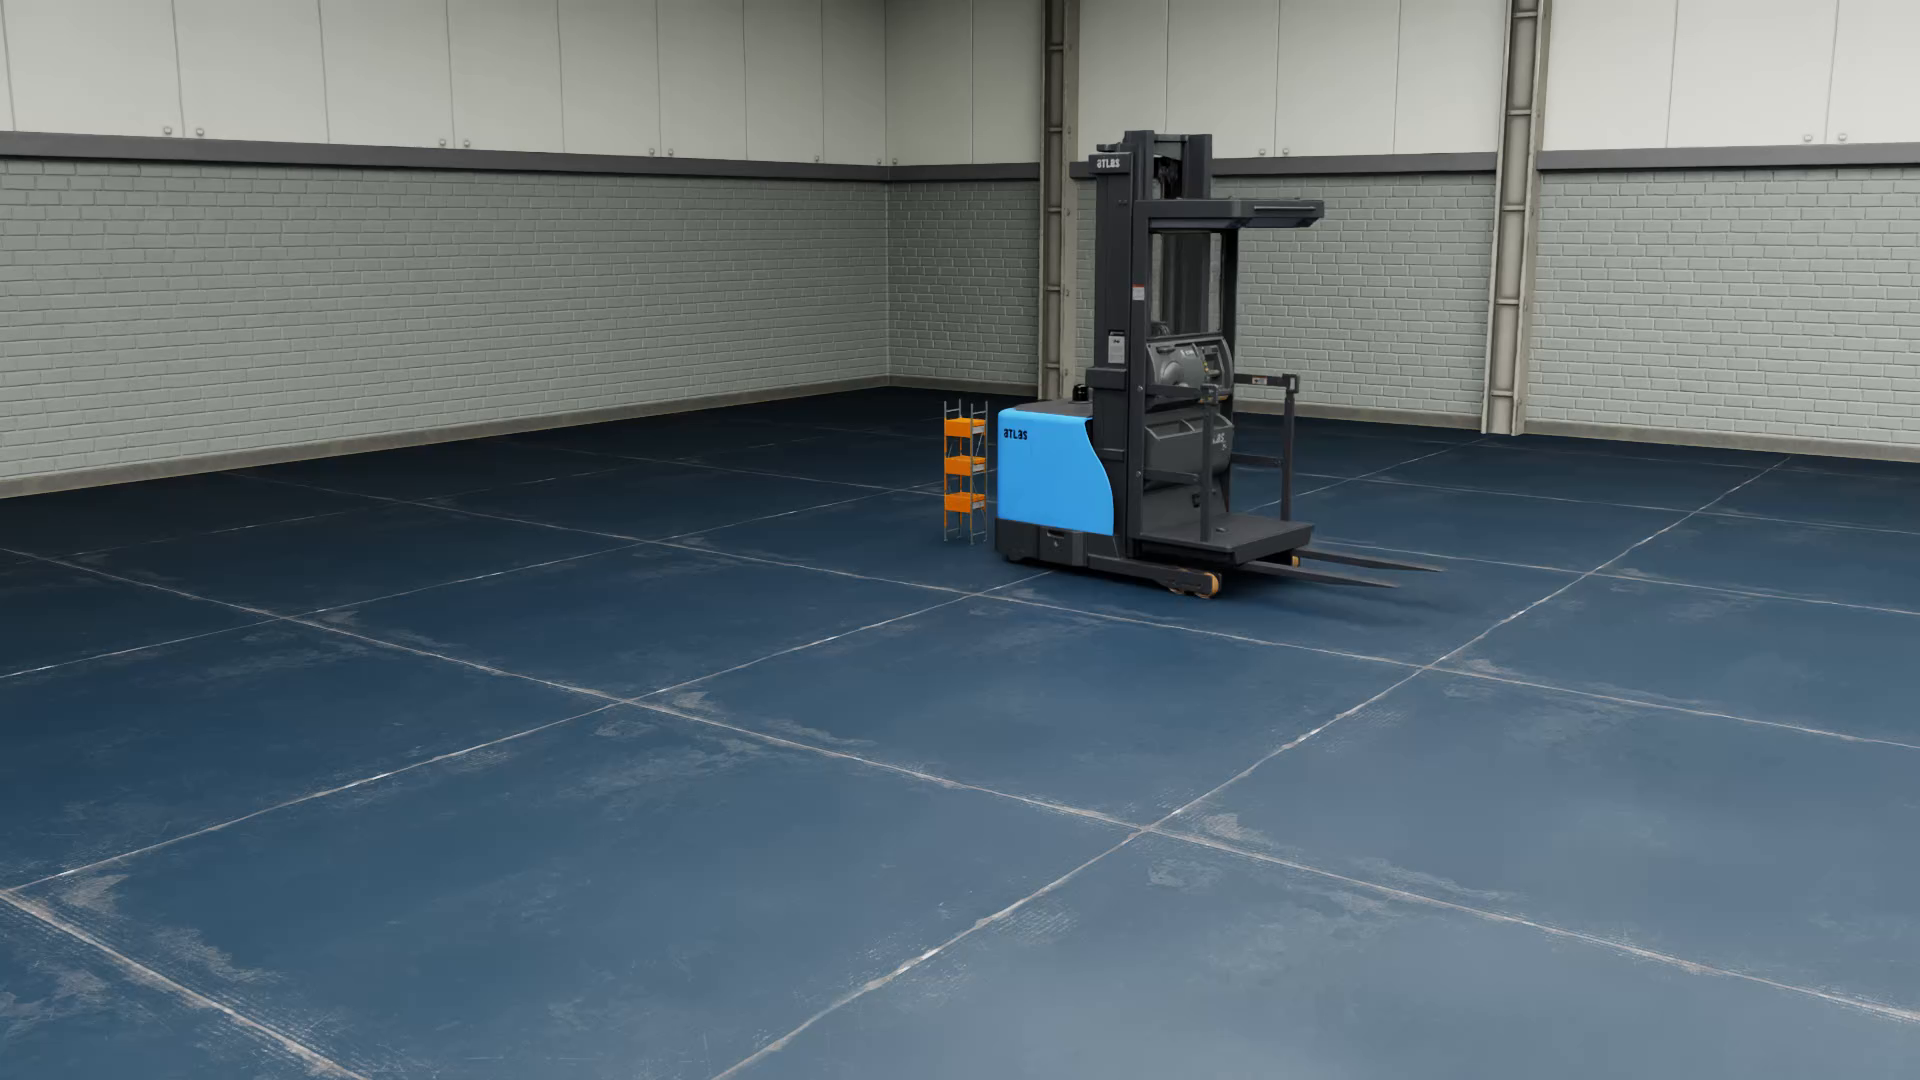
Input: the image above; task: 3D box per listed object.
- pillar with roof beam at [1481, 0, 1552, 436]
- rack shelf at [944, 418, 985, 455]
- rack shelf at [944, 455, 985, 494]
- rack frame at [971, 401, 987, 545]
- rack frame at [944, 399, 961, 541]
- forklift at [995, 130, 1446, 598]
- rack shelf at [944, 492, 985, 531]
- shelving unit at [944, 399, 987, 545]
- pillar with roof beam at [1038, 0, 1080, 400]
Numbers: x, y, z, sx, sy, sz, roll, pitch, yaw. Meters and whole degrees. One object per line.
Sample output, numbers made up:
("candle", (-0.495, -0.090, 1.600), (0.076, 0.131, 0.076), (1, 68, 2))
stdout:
("pillar with roof beam", (3.576, -4.966, 14.509), (0.400, 9.000, 9.100), (8, 13, 36))
("rack shelf", (0.043, -0.778, 12.347), (0.240, 0.259, 0.215), (8, 13, 36))
("rack shelf", (0.043, -0.499, 12.401), (0.240, 0.259, 0.215), (8, 13, 36))
("rack frame", (0.141, -0.496, 12.328), (0.008, 1.050, 0.200), (8, 13, 36))
("rack frame", (-0.055, -0.523, 12.470), (0.008, 1.050, 0.200), (8, 13, 36))
("forklift", (1.687, -1.179, 10.907), (3.031, 2.935, 1.130), (9, 14, 40))
("rack shelf", (0.043, -0.226, 12.454), (0.240, 0.259, 0.215), (8, 13, 36))
("shelving unit", (0.043, -0.509, 12.399), (0.252, 1.050, 0.215), (8, 13, 36))
("pillar with roof beam", (-1.260, -5.641, 17.996), (0.400, 9.000, 9.100), (8, 13, 36))
